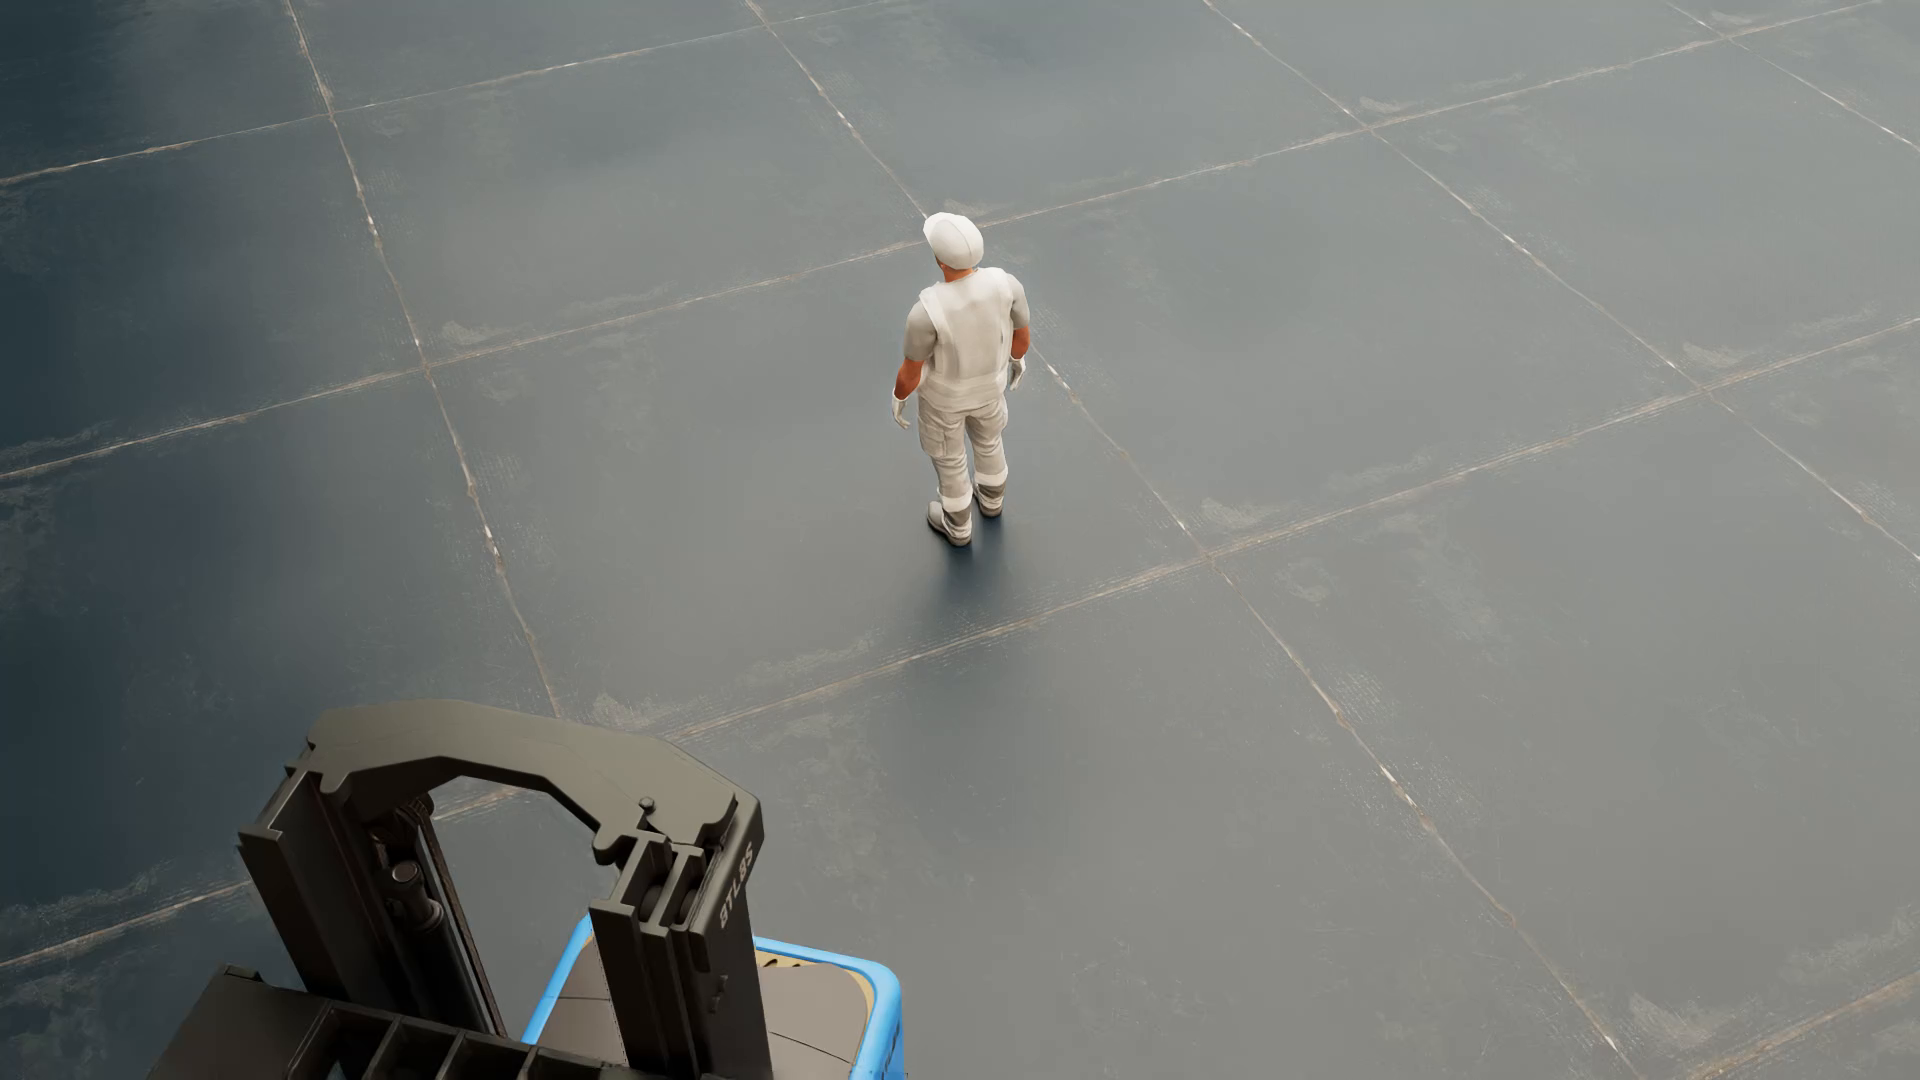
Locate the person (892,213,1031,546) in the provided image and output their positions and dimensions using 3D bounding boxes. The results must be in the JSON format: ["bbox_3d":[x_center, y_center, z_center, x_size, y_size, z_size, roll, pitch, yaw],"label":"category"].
[{"bbox_3d":[-0.022,-0.713,7.270,0.637,1.787,0.564,-18,46,-18],"label":"person"}]

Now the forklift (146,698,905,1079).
[{"bbox_3d":[-1.006,1.875,3.671,1.130,2.935,3.031,9,44,10],"label":"forklift"}]
